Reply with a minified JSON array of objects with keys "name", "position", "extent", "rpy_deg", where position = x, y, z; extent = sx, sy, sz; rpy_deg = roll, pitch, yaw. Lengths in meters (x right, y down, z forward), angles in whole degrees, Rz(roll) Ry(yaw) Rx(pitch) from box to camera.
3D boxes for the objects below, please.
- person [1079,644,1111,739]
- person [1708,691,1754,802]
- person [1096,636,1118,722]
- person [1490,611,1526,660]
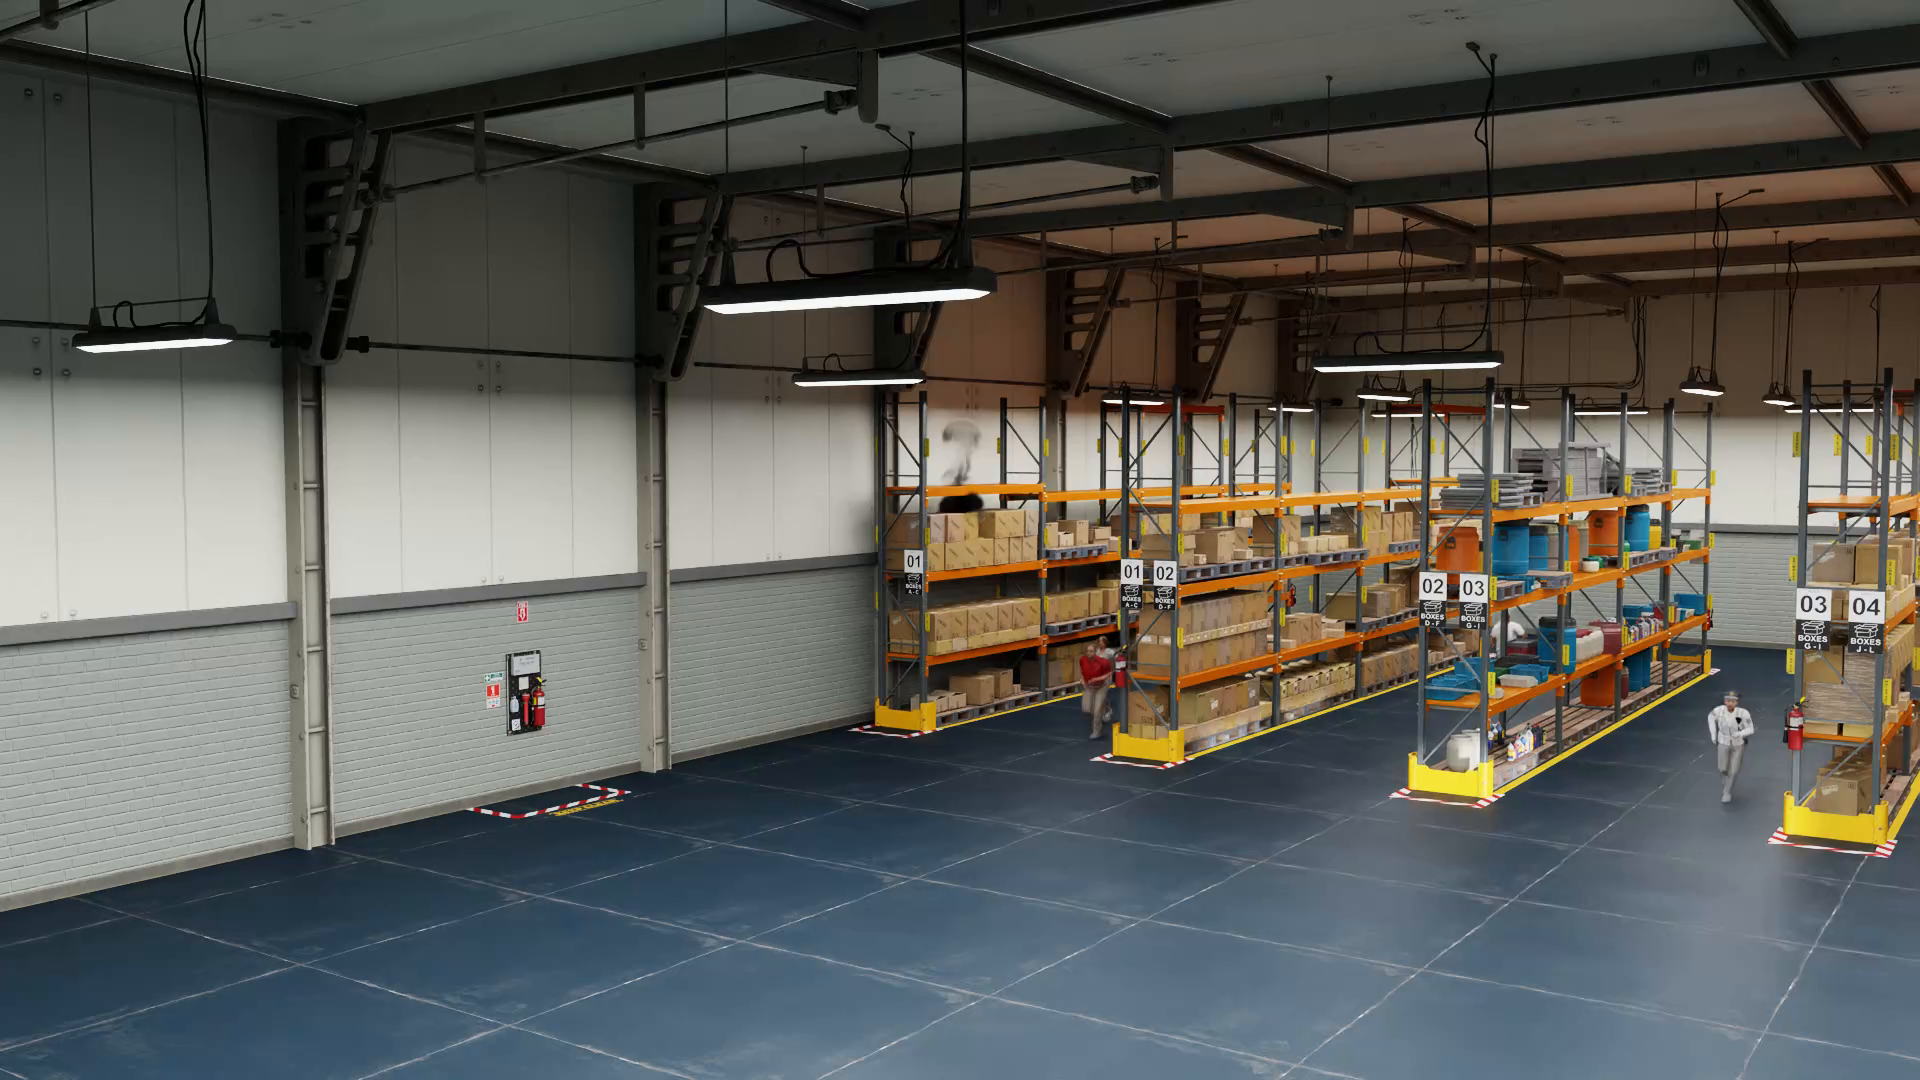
[{"name":"person","position":[2.301,2.602,28.626],"extent":[0.653,1.654,0.746],"rpy_deg":[1,3,24]},{"name":"person","position":[10.858,2.907,23.455],"extent":[0.605,1.616,0.667],"rpy_deg":[2,4,28]},{"name":"person","position":[2.597,2.522,30.189],"extent":[0.511,1.570,0.636],"rpy_deg":[2,4,30]},{"name":"person","position":[11.129,2.268,33.849],"extent":[0.714,1.730,0.661],"rpy_deg":[3,4,40]}]
